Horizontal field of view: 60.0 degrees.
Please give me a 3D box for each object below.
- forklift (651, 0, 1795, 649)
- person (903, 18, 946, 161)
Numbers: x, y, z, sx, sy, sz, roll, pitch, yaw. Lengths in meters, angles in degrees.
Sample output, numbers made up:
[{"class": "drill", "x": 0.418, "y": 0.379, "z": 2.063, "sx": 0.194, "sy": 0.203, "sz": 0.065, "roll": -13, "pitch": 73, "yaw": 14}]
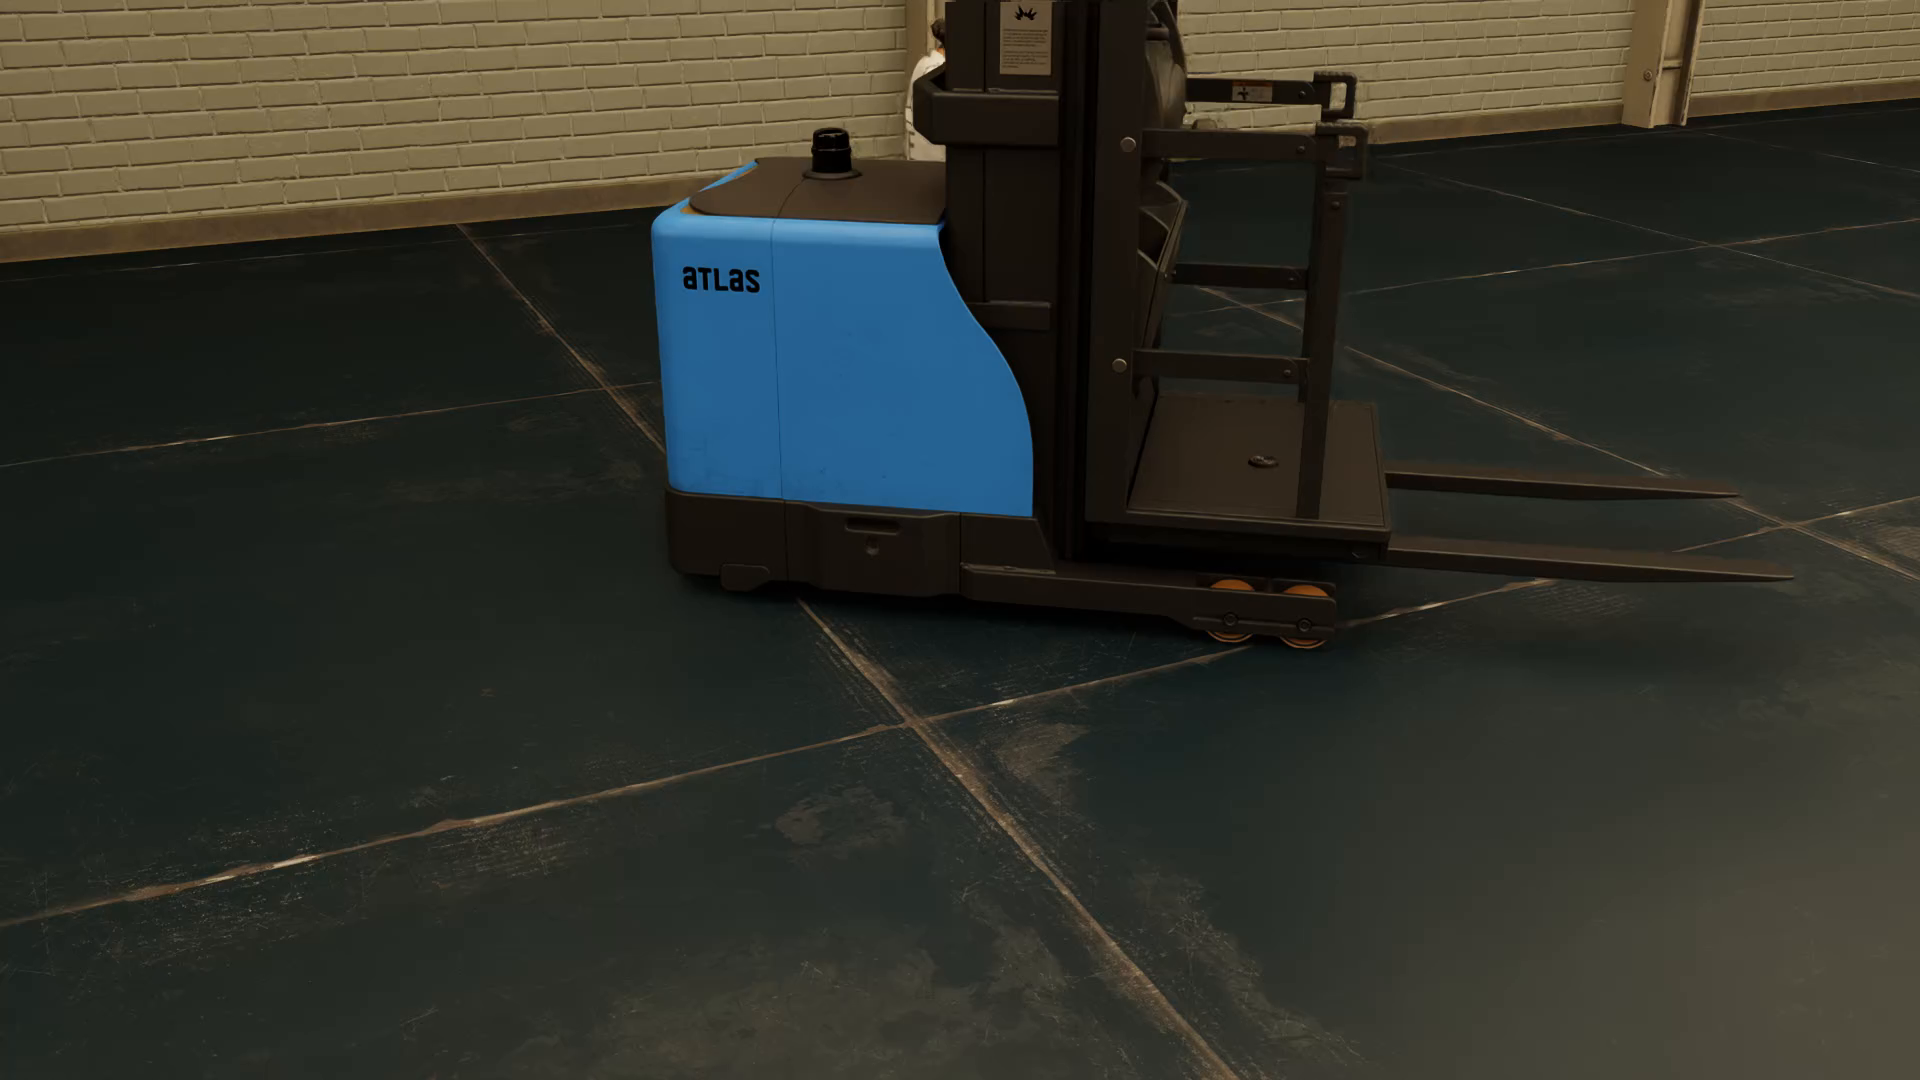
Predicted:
[{"class": "forklift", "x": 0.734, "y": -1.286, "z": 4.381, "sx": 3.031, "sy": 2.935, "sz": 1.130, "roll": 4, "pitch": 23, "yaw": 10}, {"class": "person", "x": 0.089, "y": -1.234, "z": 6.165, "sx": 0.908, "sy": 1.467, "sz": 1.207, "roll": -2, "pitch": 23, "yaw": -5}]
